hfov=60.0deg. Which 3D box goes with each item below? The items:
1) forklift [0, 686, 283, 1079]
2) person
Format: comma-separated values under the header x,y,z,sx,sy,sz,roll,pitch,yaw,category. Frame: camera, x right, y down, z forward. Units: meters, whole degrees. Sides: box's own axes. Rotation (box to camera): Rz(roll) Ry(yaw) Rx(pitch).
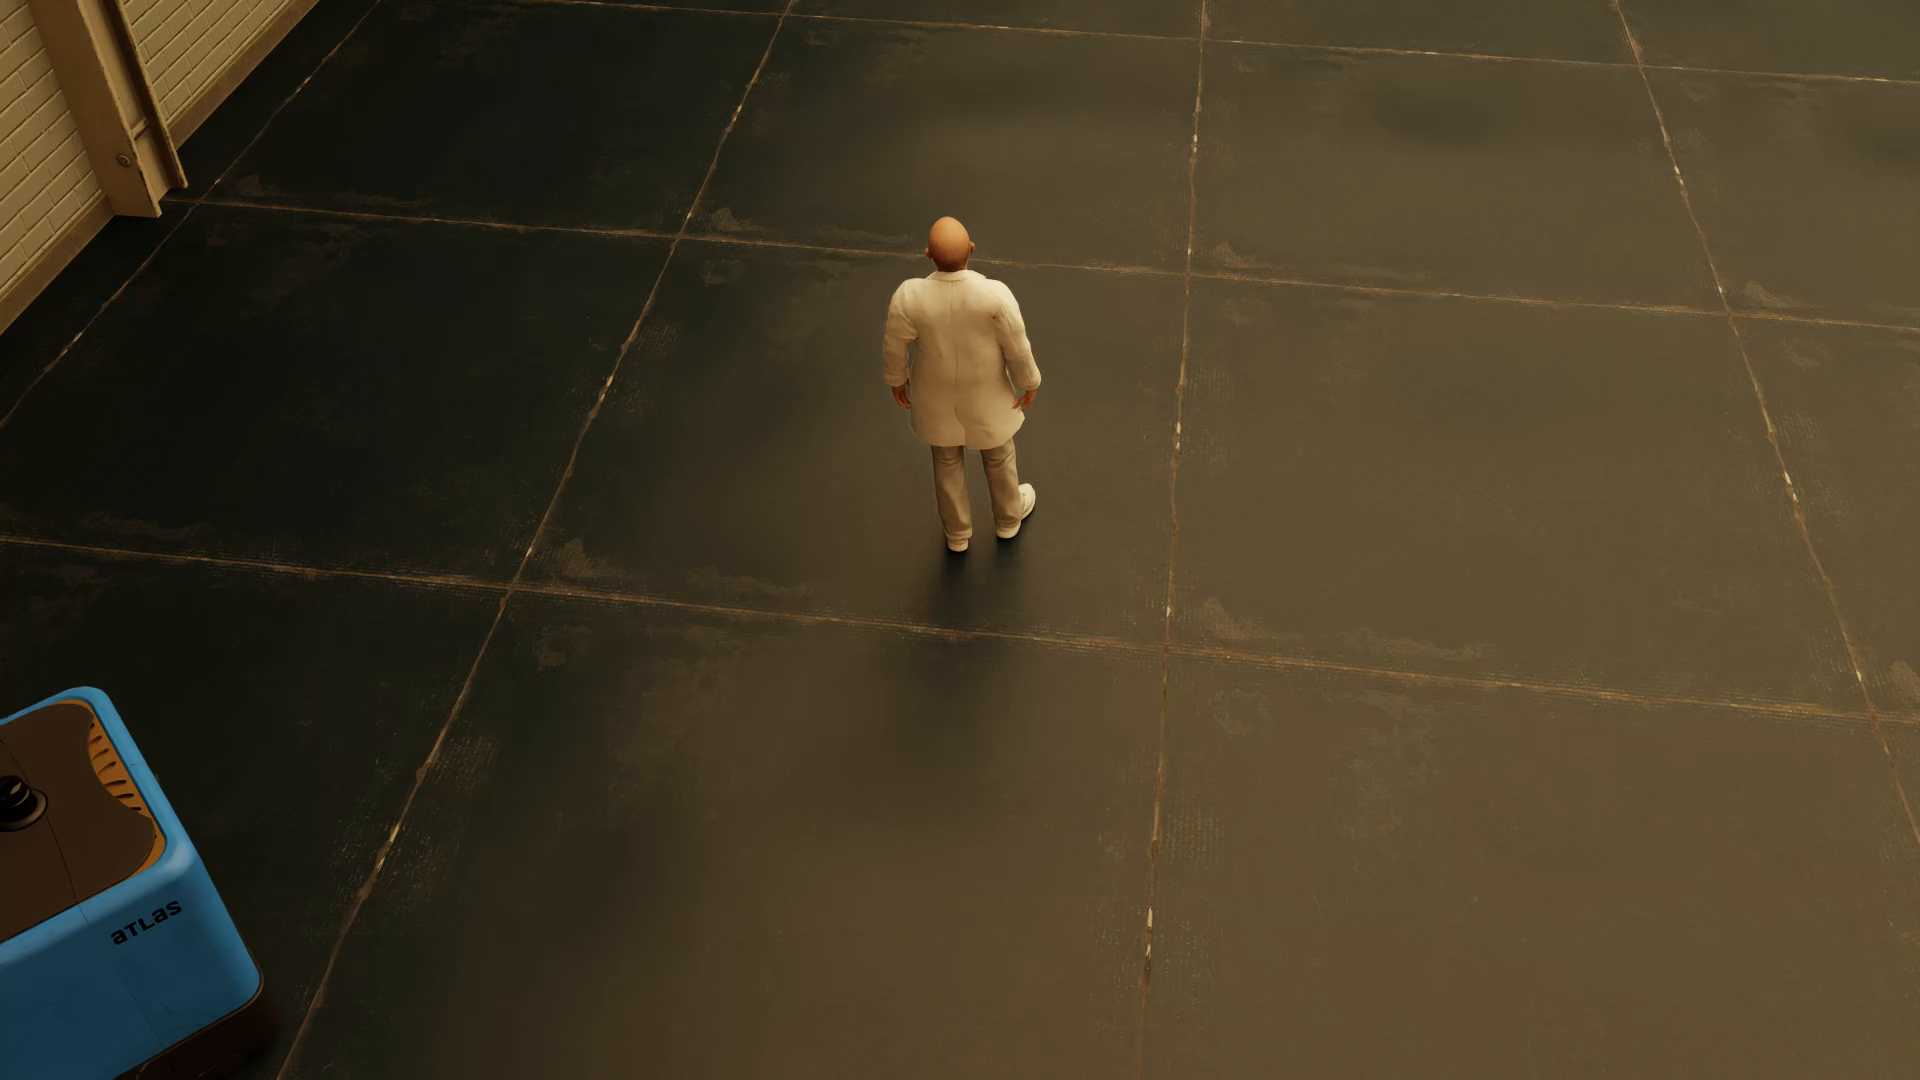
x,y,z,sx,sy,sz,roll,pitch,yaw,category
-3.876,1.073,4.556,3.031,2.935,1.130,-29,50,-28,forklift
0.016,-0.721,7.351,0.696,1.777,0.578,5,43,6,person
